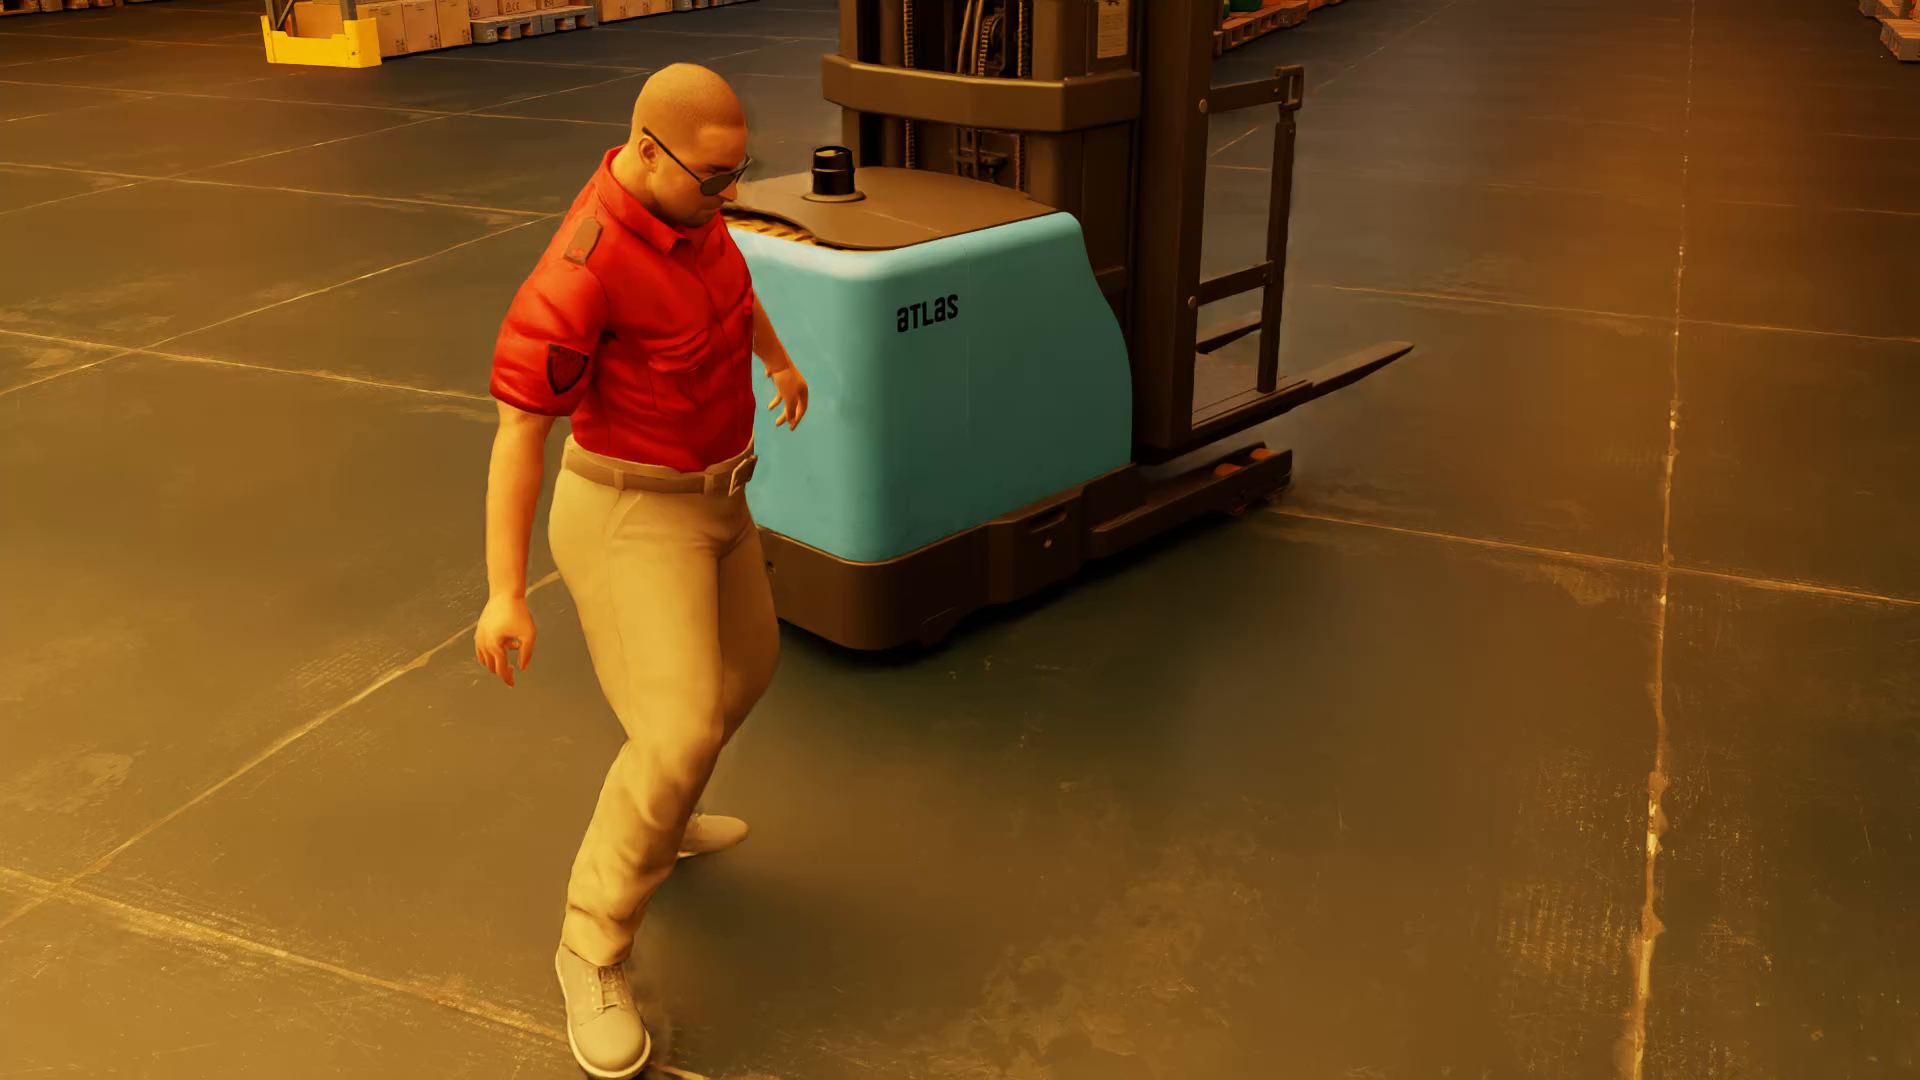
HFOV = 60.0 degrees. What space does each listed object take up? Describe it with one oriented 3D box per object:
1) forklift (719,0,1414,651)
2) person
[{"bbox_3d":[0.433,-1.549,4.999,1.130,2.935,3.031,20,30,39],"label":"forklift"},{"bbox_3d":[-0.555,-0.020,3.049,0.477,1.668,1.124,6,23,15],"label":"person"}]
